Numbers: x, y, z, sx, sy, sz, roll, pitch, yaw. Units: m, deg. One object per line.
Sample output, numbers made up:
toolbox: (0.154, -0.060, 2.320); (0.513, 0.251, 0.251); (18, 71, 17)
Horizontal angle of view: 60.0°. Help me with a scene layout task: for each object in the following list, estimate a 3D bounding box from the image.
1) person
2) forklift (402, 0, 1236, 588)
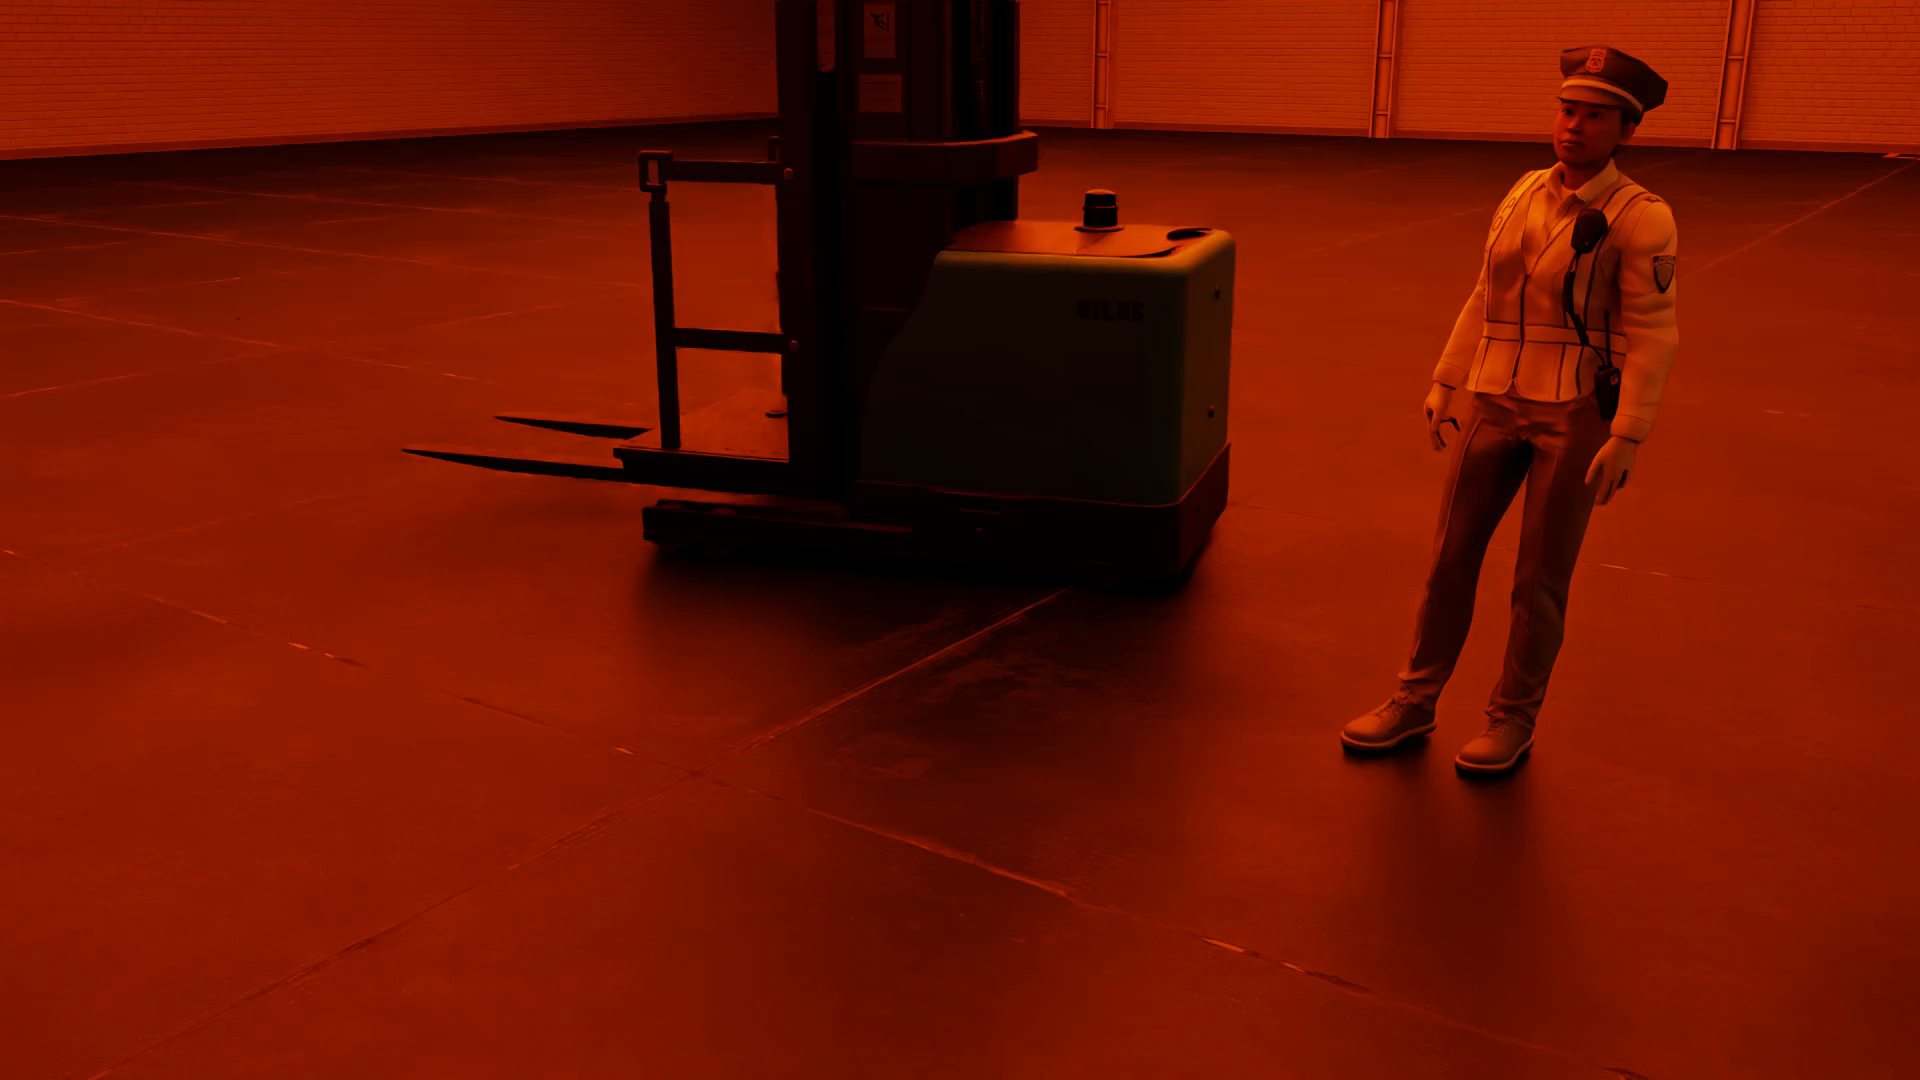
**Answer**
person: (1.319, -0.277, 3.895); (0.532, 1.696, 0.581); (-12, 21, -35)
forklift: (-0.587, -1.486, 5.802); (3.031, 2.935, 1.130); (6, 18, 18)
